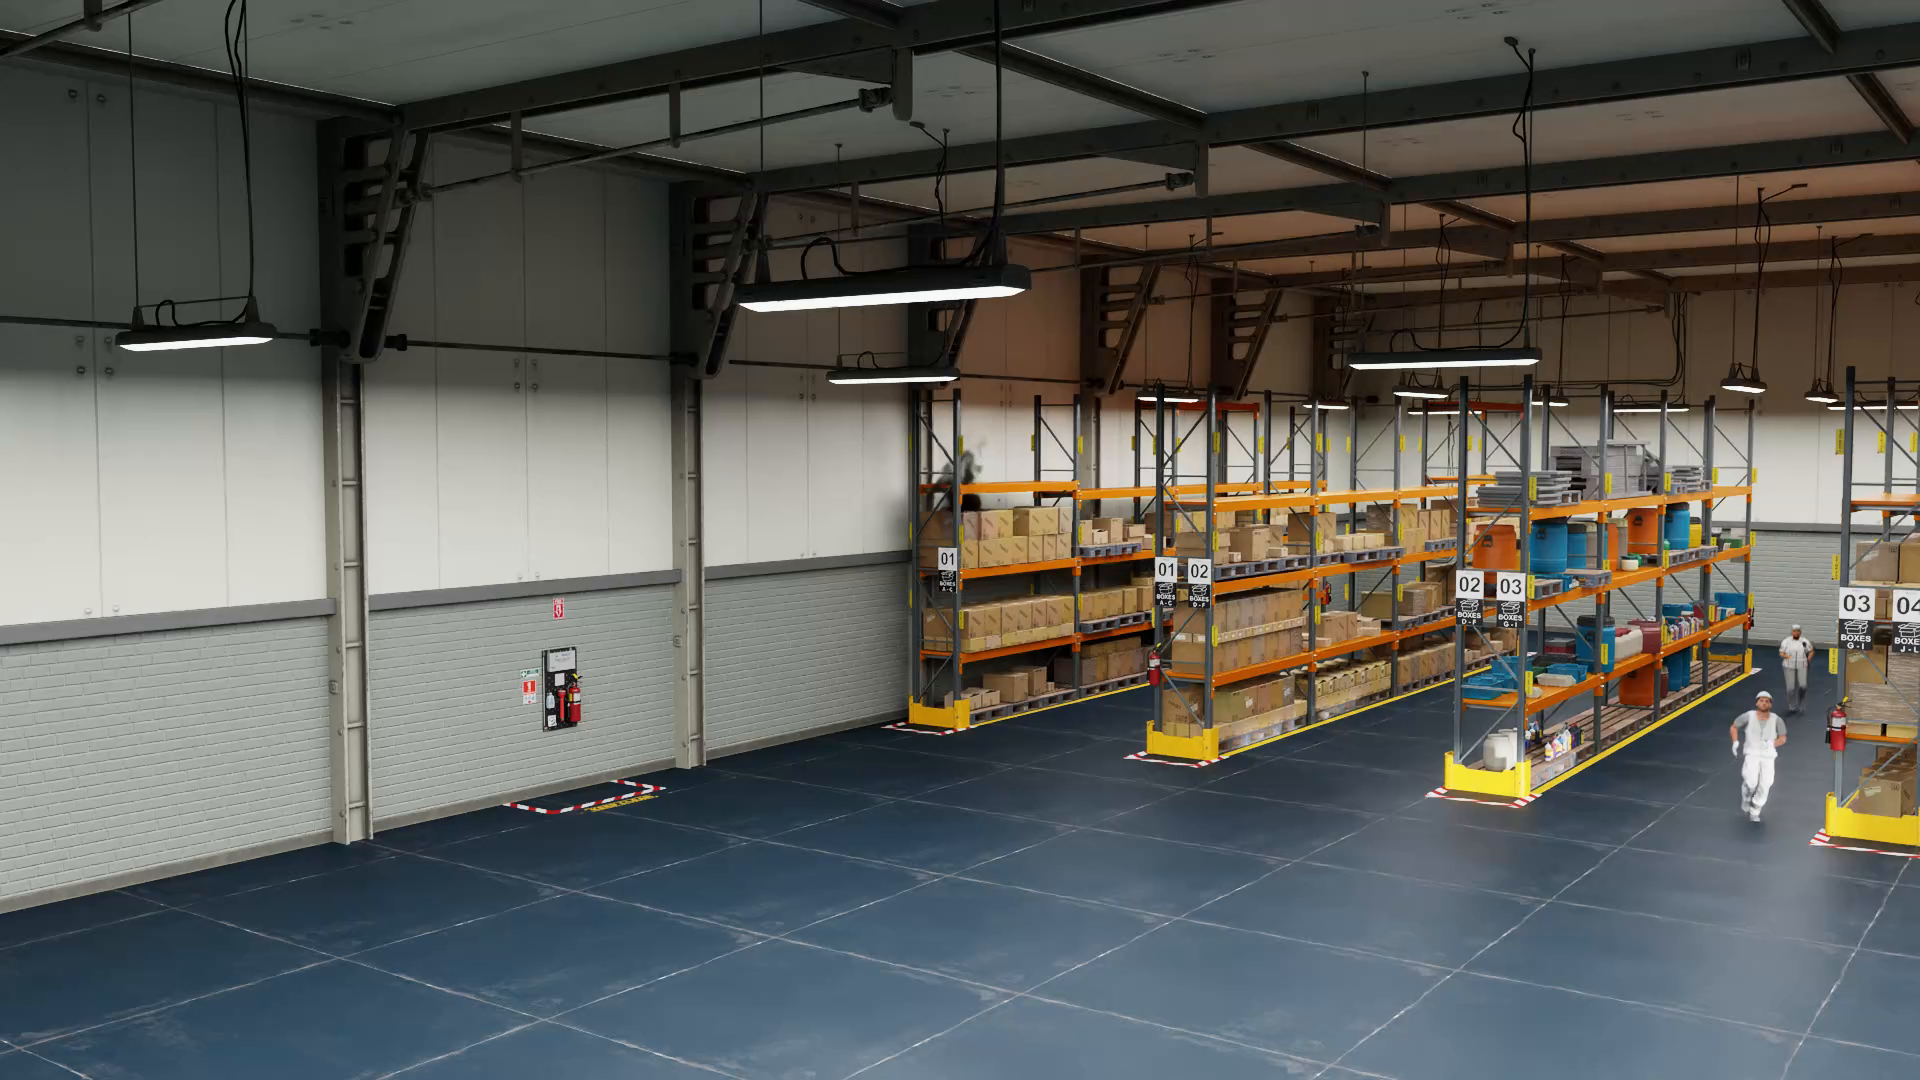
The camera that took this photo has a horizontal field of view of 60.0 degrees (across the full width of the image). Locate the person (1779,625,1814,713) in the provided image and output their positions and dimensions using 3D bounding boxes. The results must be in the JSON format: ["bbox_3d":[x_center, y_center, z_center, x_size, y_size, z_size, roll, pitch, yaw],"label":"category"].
[{"bbox_3d":[15.639,2.410,31.094,0.589,1.647,0.590,2,4,25],"label":"person"}]

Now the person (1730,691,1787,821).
[{"bbox_3d":[10.610,2.879,22.056,0.660,1.732,0.567,1,3,16],"label":"person"}]
